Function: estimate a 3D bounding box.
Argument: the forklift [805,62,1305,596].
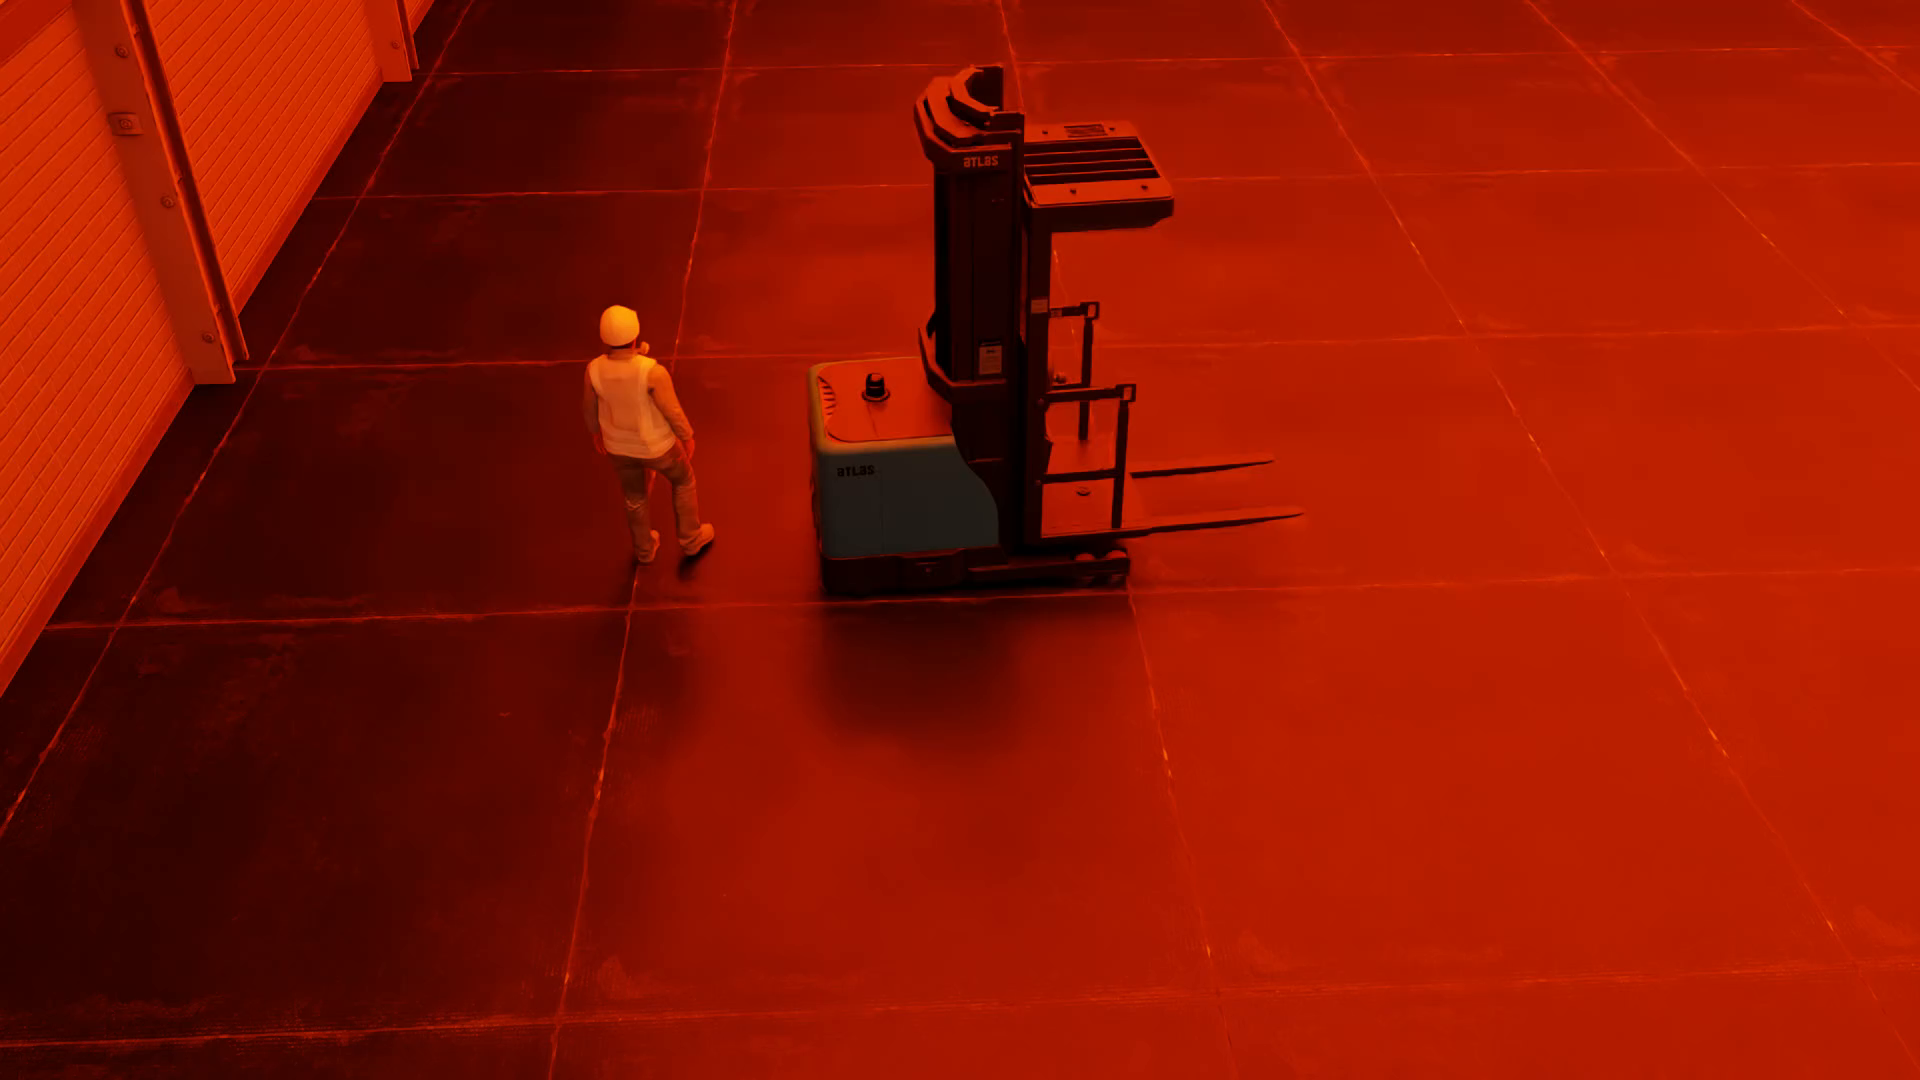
[{"bbox_3d":[0.605,-1.242,9.715,3.031,2.935,1.130,-5,36,-7],"label":"forklift"}]

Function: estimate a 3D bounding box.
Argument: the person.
[{"bbox_3d":[-1.873,-0.625,9.848,0.643,1.779,0.520,6,36,8],"label":"person"}]
